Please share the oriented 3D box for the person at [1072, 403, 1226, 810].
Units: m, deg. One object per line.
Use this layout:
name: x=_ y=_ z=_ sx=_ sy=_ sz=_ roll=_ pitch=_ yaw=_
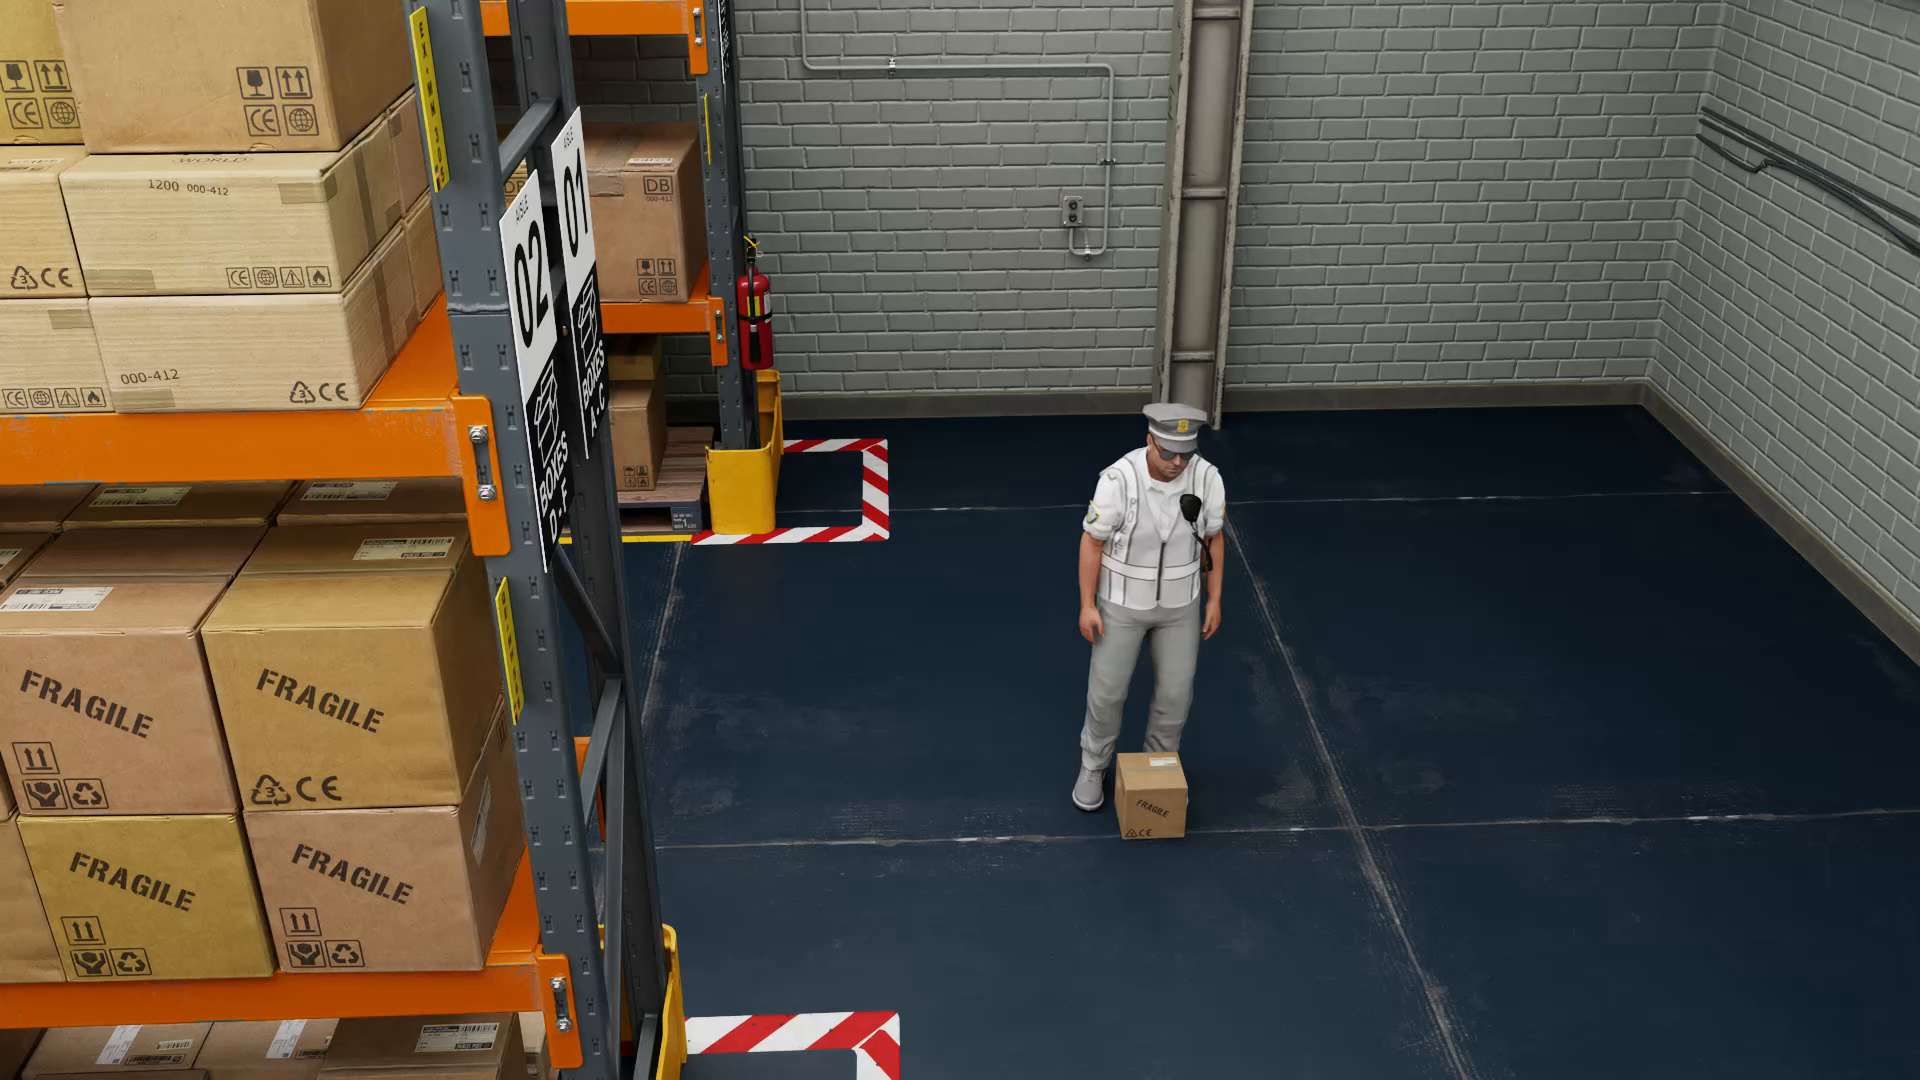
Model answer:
person: x=0.756 y=0.251 z=6.626 sx=0.601 sy=1.747 sz=0.480 roll=-3 pitch=28 yaw=-6
